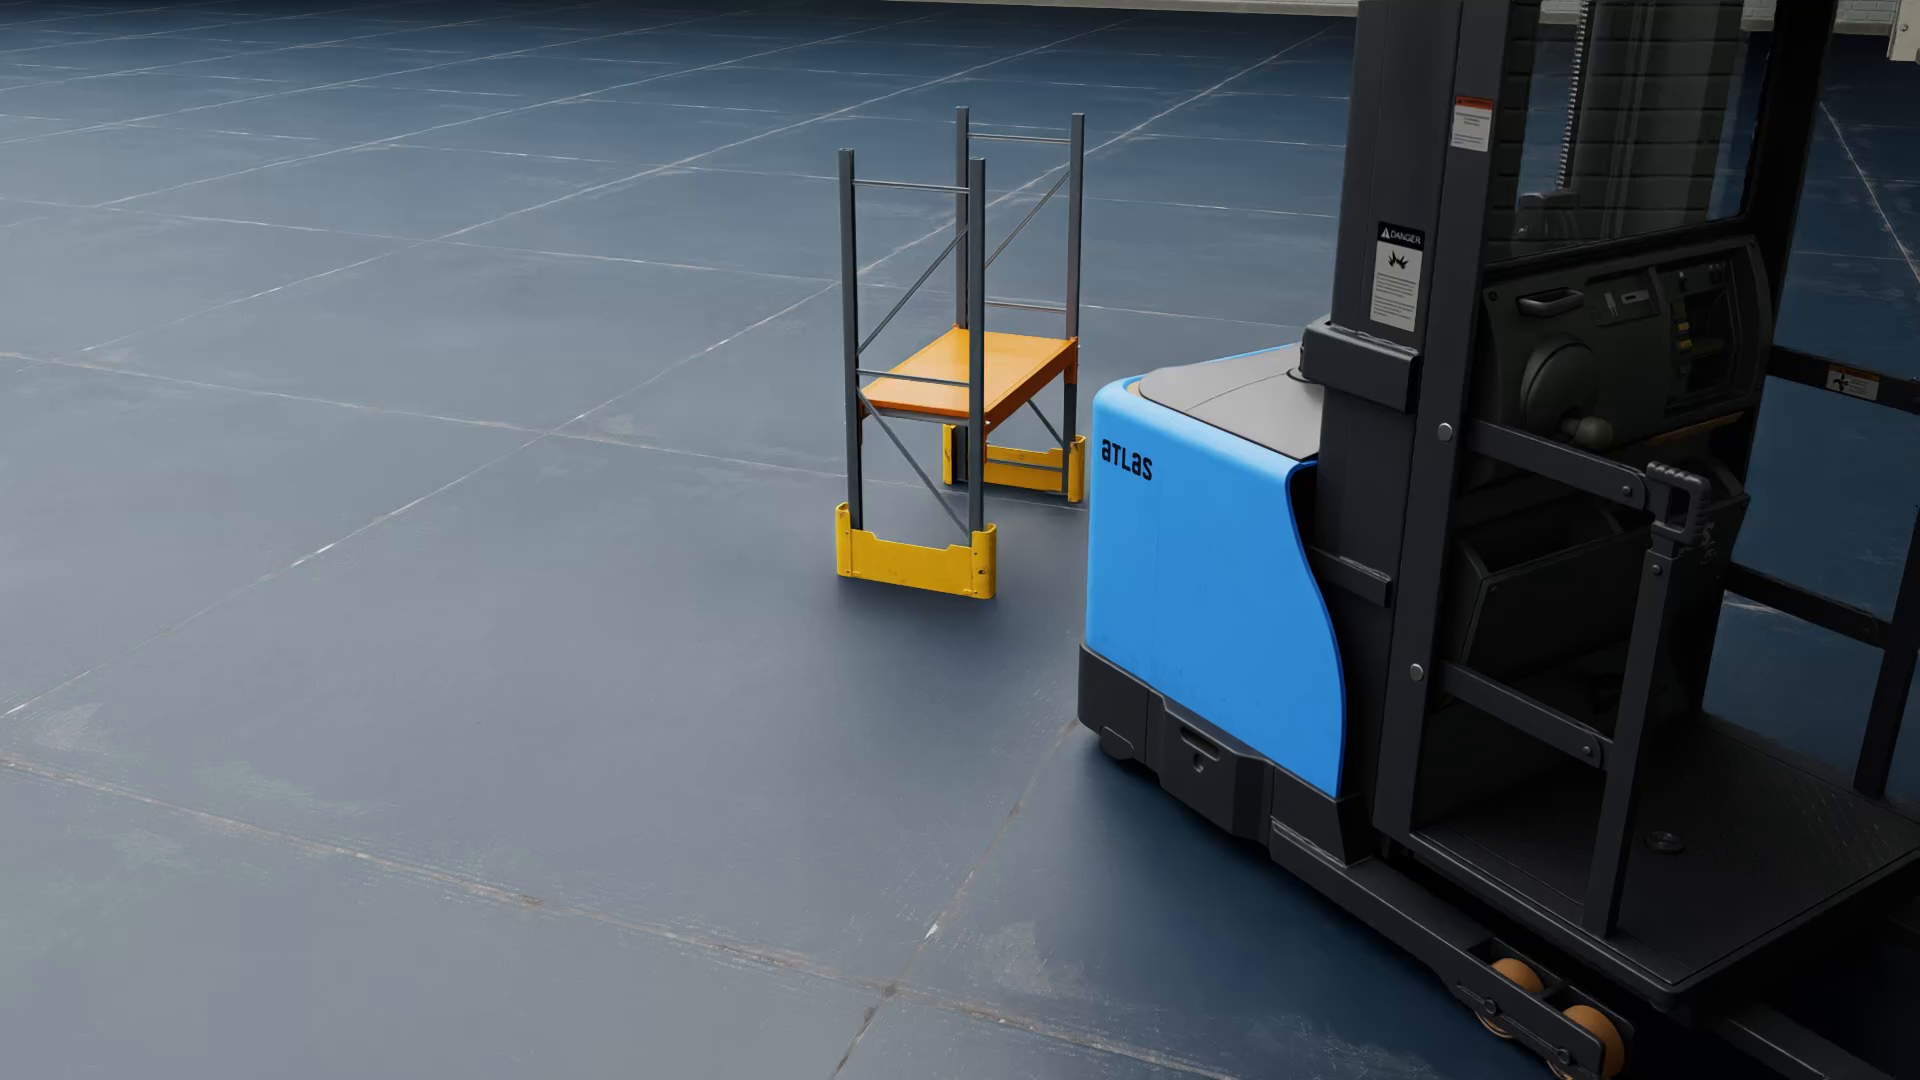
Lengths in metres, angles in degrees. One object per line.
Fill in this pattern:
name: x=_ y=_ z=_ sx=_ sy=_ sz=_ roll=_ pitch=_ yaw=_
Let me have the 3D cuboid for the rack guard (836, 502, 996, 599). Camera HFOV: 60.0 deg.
rack guard: x=-0.157 y=0.036 z=5.840 sx=0.587 sy=0.250 sz=0.087 roll=9 pitch=24 yaw=20

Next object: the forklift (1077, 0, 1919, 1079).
forklift: x=1.571 y=-0.411 z=3.430 sx=1.130 sy=2.935 sz=3.031 roll=-14 pitch=27 yaw=-30

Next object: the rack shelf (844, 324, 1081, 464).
rack shelf: x=0.032 y=-0.557 z=6.103 sx=0.538 sy=0.185 sz=1.000 roll=9 pitch=24 yaw=20

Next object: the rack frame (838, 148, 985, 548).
rack frame: x=-0.157 y=-0.541 z=5.599 sx=0.500 sy=1.500 sz=0.032 roll=9 pitch=24 yaw=20

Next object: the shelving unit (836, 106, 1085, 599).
shelving unit: x=0.028 y=-0.719 z=6.026 sx=0.587 sy=1.500 sz=1.083 roll=9 pitch=24 yaw=20

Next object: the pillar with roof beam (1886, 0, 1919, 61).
pillar with roof beam: x=7.529 y=-10.655 z=20.084 sx=9.100 sy=9.000 sz=0.400 roll=9 pitch=24 yaw=20

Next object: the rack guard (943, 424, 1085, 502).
rack guard: x=0.213 y=-0.321 z=6.694 sx=0.587 sy=0.250 sz=0.087 roll=9 pitch=24 yaw=20

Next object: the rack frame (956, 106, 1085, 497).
rack frame: x=0.221 y=-0.904 z=6.470 sx=0.500 sy=1.500 sz=0.032 roll=9 pitch=24 yaw=20
